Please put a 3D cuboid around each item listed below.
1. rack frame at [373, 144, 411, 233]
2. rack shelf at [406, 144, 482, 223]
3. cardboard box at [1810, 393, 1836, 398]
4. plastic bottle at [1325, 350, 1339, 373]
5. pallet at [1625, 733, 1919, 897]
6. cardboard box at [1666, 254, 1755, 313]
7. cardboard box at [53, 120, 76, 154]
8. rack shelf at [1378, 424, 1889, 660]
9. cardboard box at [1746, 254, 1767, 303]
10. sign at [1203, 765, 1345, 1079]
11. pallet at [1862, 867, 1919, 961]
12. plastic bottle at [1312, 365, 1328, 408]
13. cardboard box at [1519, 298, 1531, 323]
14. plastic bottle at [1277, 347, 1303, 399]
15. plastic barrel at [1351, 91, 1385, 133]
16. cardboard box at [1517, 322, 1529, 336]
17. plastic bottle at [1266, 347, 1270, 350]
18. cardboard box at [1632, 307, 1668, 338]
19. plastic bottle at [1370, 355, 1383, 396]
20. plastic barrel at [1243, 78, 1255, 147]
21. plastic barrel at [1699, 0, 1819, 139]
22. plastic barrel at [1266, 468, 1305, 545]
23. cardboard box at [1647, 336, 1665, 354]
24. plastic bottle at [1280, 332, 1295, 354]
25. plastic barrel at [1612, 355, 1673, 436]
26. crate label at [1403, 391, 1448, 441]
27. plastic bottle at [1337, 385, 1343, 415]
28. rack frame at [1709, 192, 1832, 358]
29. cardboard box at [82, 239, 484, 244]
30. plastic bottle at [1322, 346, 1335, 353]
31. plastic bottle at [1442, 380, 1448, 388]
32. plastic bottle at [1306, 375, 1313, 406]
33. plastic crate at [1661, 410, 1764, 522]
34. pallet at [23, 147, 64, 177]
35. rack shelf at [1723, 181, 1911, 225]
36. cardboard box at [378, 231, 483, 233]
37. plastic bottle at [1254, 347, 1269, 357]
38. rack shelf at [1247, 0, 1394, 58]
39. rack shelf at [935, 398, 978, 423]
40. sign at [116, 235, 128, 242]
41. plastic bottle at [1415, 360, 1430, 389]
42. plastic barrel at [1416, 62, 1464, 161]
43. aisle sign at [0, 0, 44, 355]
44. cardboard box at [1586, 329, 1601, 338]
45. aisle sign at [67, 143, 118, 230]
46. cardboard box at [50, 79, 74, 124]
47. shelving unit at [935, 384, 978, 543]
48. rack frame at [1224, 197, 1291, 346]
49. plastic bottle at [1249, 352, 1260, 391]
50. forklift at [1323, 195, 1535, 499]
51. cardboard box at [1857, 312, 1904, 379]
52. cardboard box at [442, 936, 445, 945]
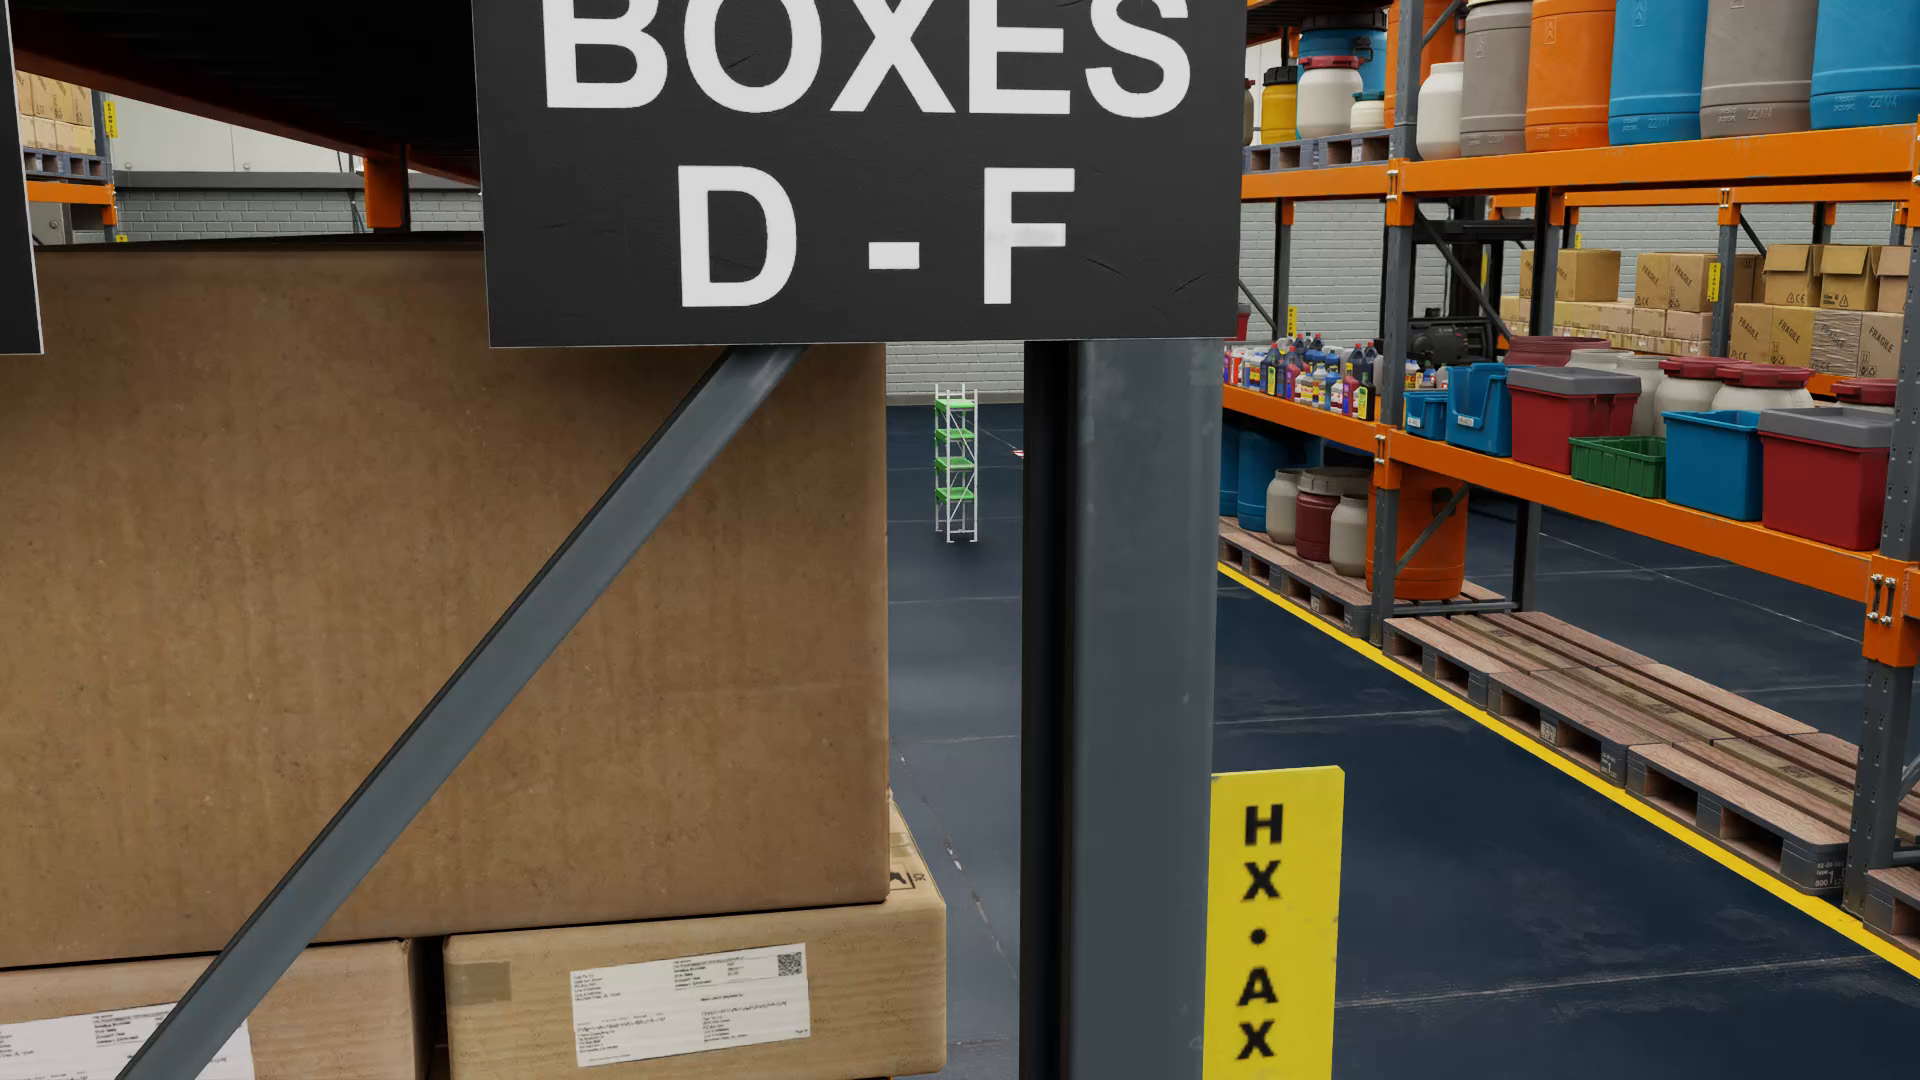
[{"bbox_3d":[-1.134,0.052,4.899,1.000,3.000,0.127,-2,11,-11],"label":"rack frame"},{"bbox_3d":[-1.523,-1.435,6.613,1.077,0.370,4.000,-2,11,-11],"label":"rack shelf"},{"bbox_3d":[7.172,-0.820,14.044,1.225,0.875,0.875,-2,11,-11],"label":"cardboard box"},{"bbox_3d":[2.685,-1.236,12.012,0.097,0.271,0.097,0,11,0],"label":"plastic bottle"},{"bbox_3d":[3.535,1.100,6.852,1.003,0.211,1.213,-2,11,-11],"label":"pallet"},{"bbox_3d":[6.677,-2.290,14.805,0.500,0.500,0.500,-2,11,-9],"label":"cardboard box"},{"bbox_3d":[-7.821,-3.403,14.041,0.500,0.250,0.500,-3,11,-13],"label":"cardboard box"},{"bbox_3d":[3.337,-0.141,7.837,1.077,0.370,4.000,-2,11,-11],"label":"rack shelf"},{"bbox_3d":[7.186,-2.313,14.924,0.500,0.500,0.500,-2,11,-11],"label":"cardboard box"},{"bbox_3d":[0.190,0.303,1.057,0.100,0.325,0.005,-2,11,-11],"label":"sign"},{"bbox_3d":[3.816,1.367,5.448,1.003,0.211,1.213,-2,11,-11],"label":"pallet"},{"bbox_3d":[2.326,-0.992,10.729,0.097,0.271,0.097,0,11,0],"label":"plastic bottle"},{"bbox_3d":[6.186,-2.388,17.324,0.500,0.250,0.500,-2,11,-12],"label":"cardboard box"},{"bbox_3d":[2.238,-1.136,11.272,0.144,0.351,0.185,-2,11,-11],"label":"plastic bottle"},{"bbox_3d":[2.596,-2.664,10.395,0.301,0.262,0.301,0,11,0],"label":"plastic barrel"},{"bbox_3d":[6.097,-2.214,17.477,0.380,0.149,0.250,-2,11,-12],"label":"cardboard box"},{"bbox_3d":[2.445,-1.428,13.210,0.097,0.201,0.097,0,11,0],"label":"plastic bottle"},{"bbox_3d":[6.582,-2.013,15.357,0.500,0.250,0.500,-2,11,-9],"label":"cardboard box"},{"bbox_3d":[2.911,-1.145,11.523,0.152,0.276,0.135,-2,11,-11],"label":"plastic bottle"},{"bbox_3d":[2.026,-3.235,12.664,0.433,0.535,0.433,0,11,0],"label":"plastic barrel"},{"bbox_3d":[3.287,-2.052,6.594,0.600,0.901,0.600,0,11,0],"label":"plastic barrel"},{"bbox_3d":[2.419,-0.241,11.973,0.421,0.512,0.421,0,11,0],"label":"plastic barrel"},{"bbox_3d":[6.548,-1.789,15.248,0.380,0.149,0.250,-2,11,-12],"label":"cardboard box"},{"bbox_3d":[2.528,-1.408,12.705,0.144,0.351,0.185,-2,11,-11],"label":"plastic bottle"},{"bbox_3d":[3.439,-0.658,8.330,0.421,0.512,0.421,0,11,0],"label":"plastic barrel"},{"bbox_3d":[2.662,-0.688,9.235,0.303,0.233,0.416,-2,11,-11],"label":"crate label"},{"bbox_3d":[2.401,-0.886,10.361,0.097,0.201,0.097,0,11,0],"label":"plastic bottle"},{"bbox_3d":[7.028,-1.775,14.497,1.000,3.000,0.127,-2,11,-11],"label":"rack frame"},{"bbox_3d":[-0.552,-0.093,1.923,0.700,0.500,0.500,-2,11,-12],"label":"cardboard box"},{"bbox_3d":[2.733,-1.313,12.407,0.152,0.276,0.135,-2,11,-11],"label":"plastic bottle"},{"bbox_3d":[3.032,-0.885,10.158,0.152,0.276,0.135,-2,11,-11],"label":"plastic bottle"},{"bbox_3d":[2.307,-0.975,10.830,0.097,0.201,0.097,0,11,0],"label":"plastic bottle"},{"bbox_3d":[3.206,-0.310,6.847,0.392,0.384,0.575,-2,11,-11],"label":"plastic crate"},{"bbox_3d":[-7.931,-3.038,13.350,1.003,0.211,1.213,-2,11,-11],"label":"pallet"},{"bbox_3d":[7.417,-2.528,12.357,1.077,0.370,4.000,-2,11,-11],"label":"rack shelf"},{"bbox_3d":[-0.942,-0.460,3.856,0.700,0.500,0.500,-2,11,-11],"label":"cardboard box"},{"bbox_3d":[2.215,-1.270,12.181,0.152,0.276,0.135,-2,11,-11],"label":"plastic bottle"},{"bbox_3d":[2.559,-3.625,11.168,1.077,0.370,4.000,-2,11,-11],"label":"rack shelf"},{"bbox_3d":[-0.032,-1.029,13.166,0.258,0.148,0.480,-2,11,-11],"label":"rack shelf"},{"bbox_3d":[-7.791,-2.670,15.473,0.100,0.325,0.005,-2,11,-11],"label":"sign"},{"bbox_3d":[3.065,-1.048,10.992,0.061,0.283,0.133,-2,11,-11],"label":"plastic bottle"},{"bbox_3d":[2.708,-2.321,9.048,0.421,0.512,0.421,0,11,0],"label":"plastic barrel"},{"bbox_3d":[-0.631,-0.468,0.683,0.394,0.787,0.004,-2,11,-11],"label":"aisle sign"},{"bbox_3d":[6.349,-1.978,16.236,0.380,0.149,0.250,-2,11,-10],"label":"cardboard box"},{"bbox_3d":[-8.046,-3.269,15.396,0.394,0.787,0.004,-2,11,-11],"label":"aisle sign"},{"bbox_3d":[-7.829,-3.775,13.990,0.500,0.500,0.500,-2,11,-9],"label":"cardboard box"},{"bbox_3d":[-0.032,-0.620,13.244,0.258,1.200,0.503,-2,11,-11],"label":"shelving unit"},{"bbox_3d":[2.170,-1.594,13.551,1.000,3.000,0.127,-2,11,-11],"label":"rack frame"},{"bbox_3d":[2.107,-1.198,11.812,0.097,0.271,0.097,0,11,0],"label":"plastic bottle"},{"bbox_3d":[4.534,-1.846,15.057,1.130,2.935,3.031,-3,11,-17],"label":"forklift"},{"bbox_3d":[7.174,-1.452,12.534,0.500,0.500,0.500,-2,11,-10],"label":"cardboard box"},{"bbox_3d":[-0.669,0.307,1.559,0.380,0.149,0.250,-2,11,-10],"label":"cardboard box"}]
